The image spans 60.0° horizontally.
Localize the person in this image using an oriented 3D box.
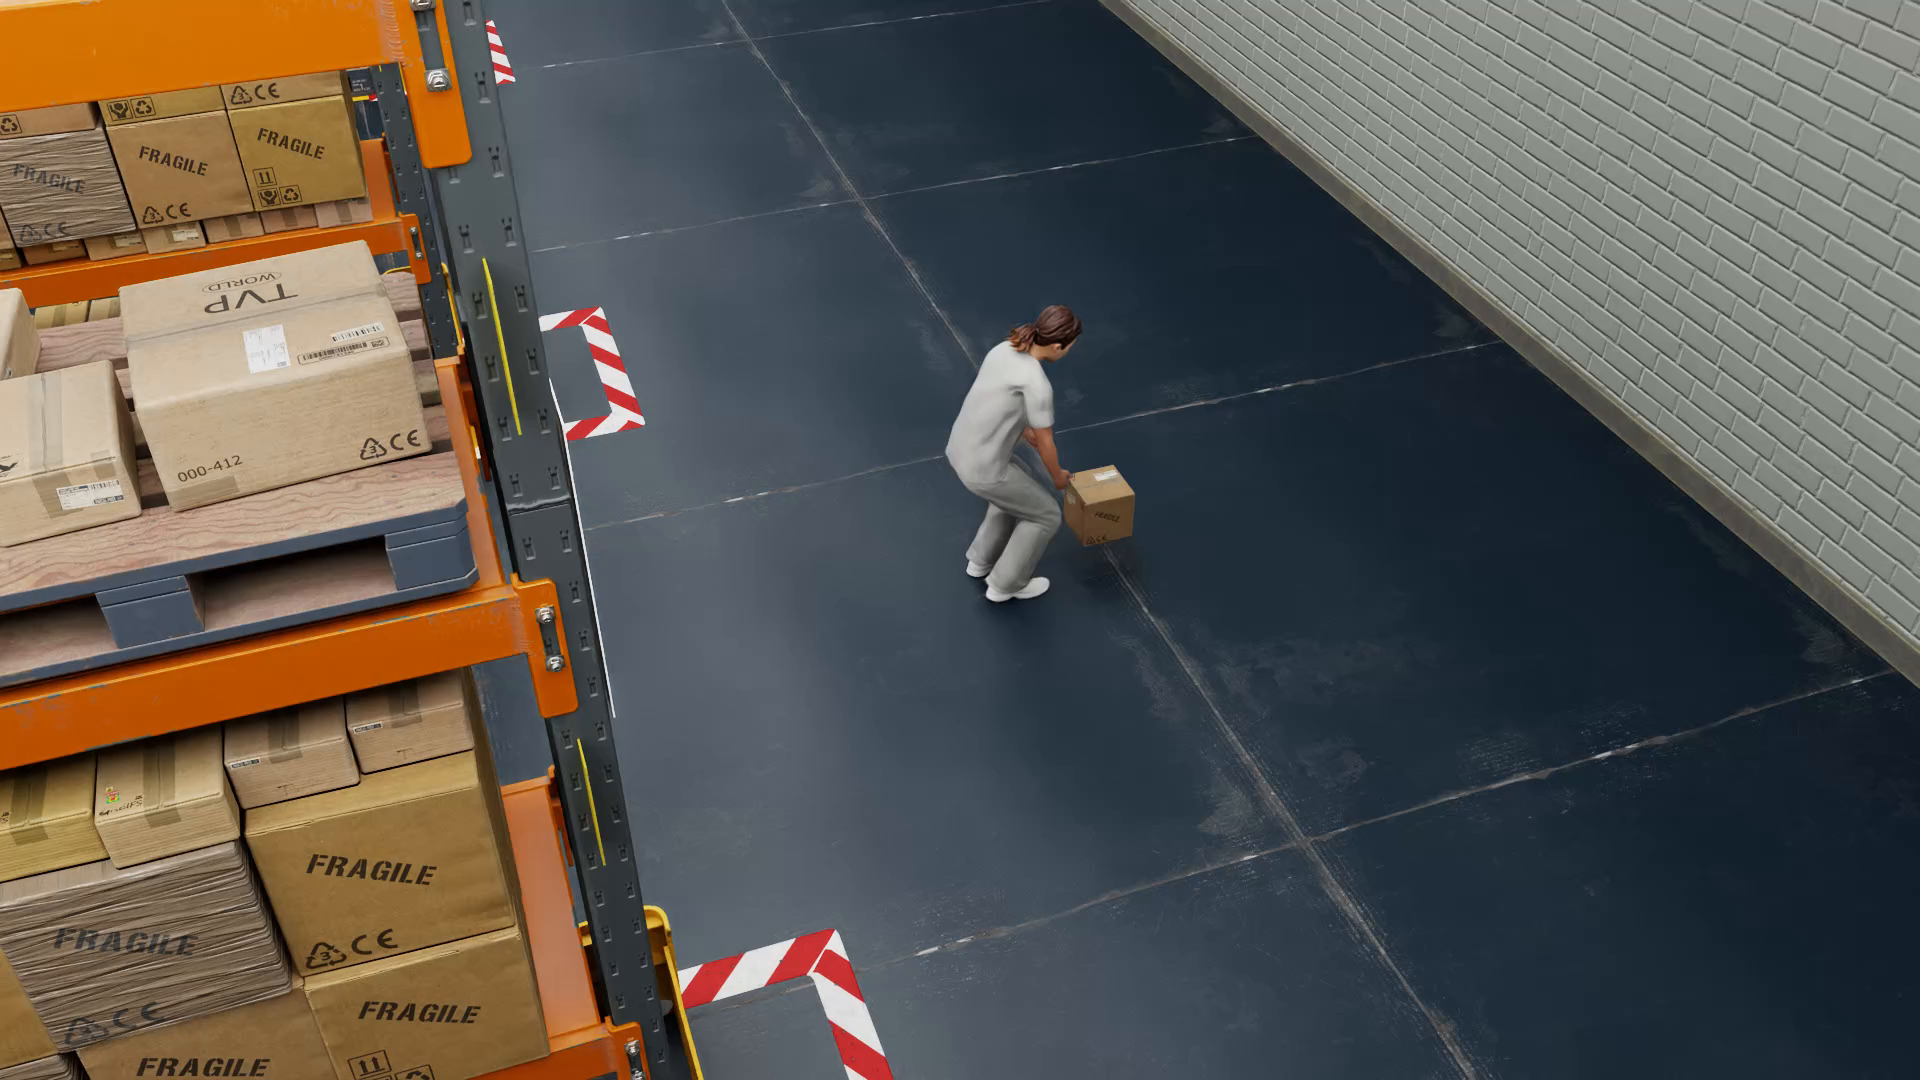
[{"bbox_3d":[0.237,-0.384,7.512,0.614,1.395,0.490,-13,40,-16],"label":"person"}]
